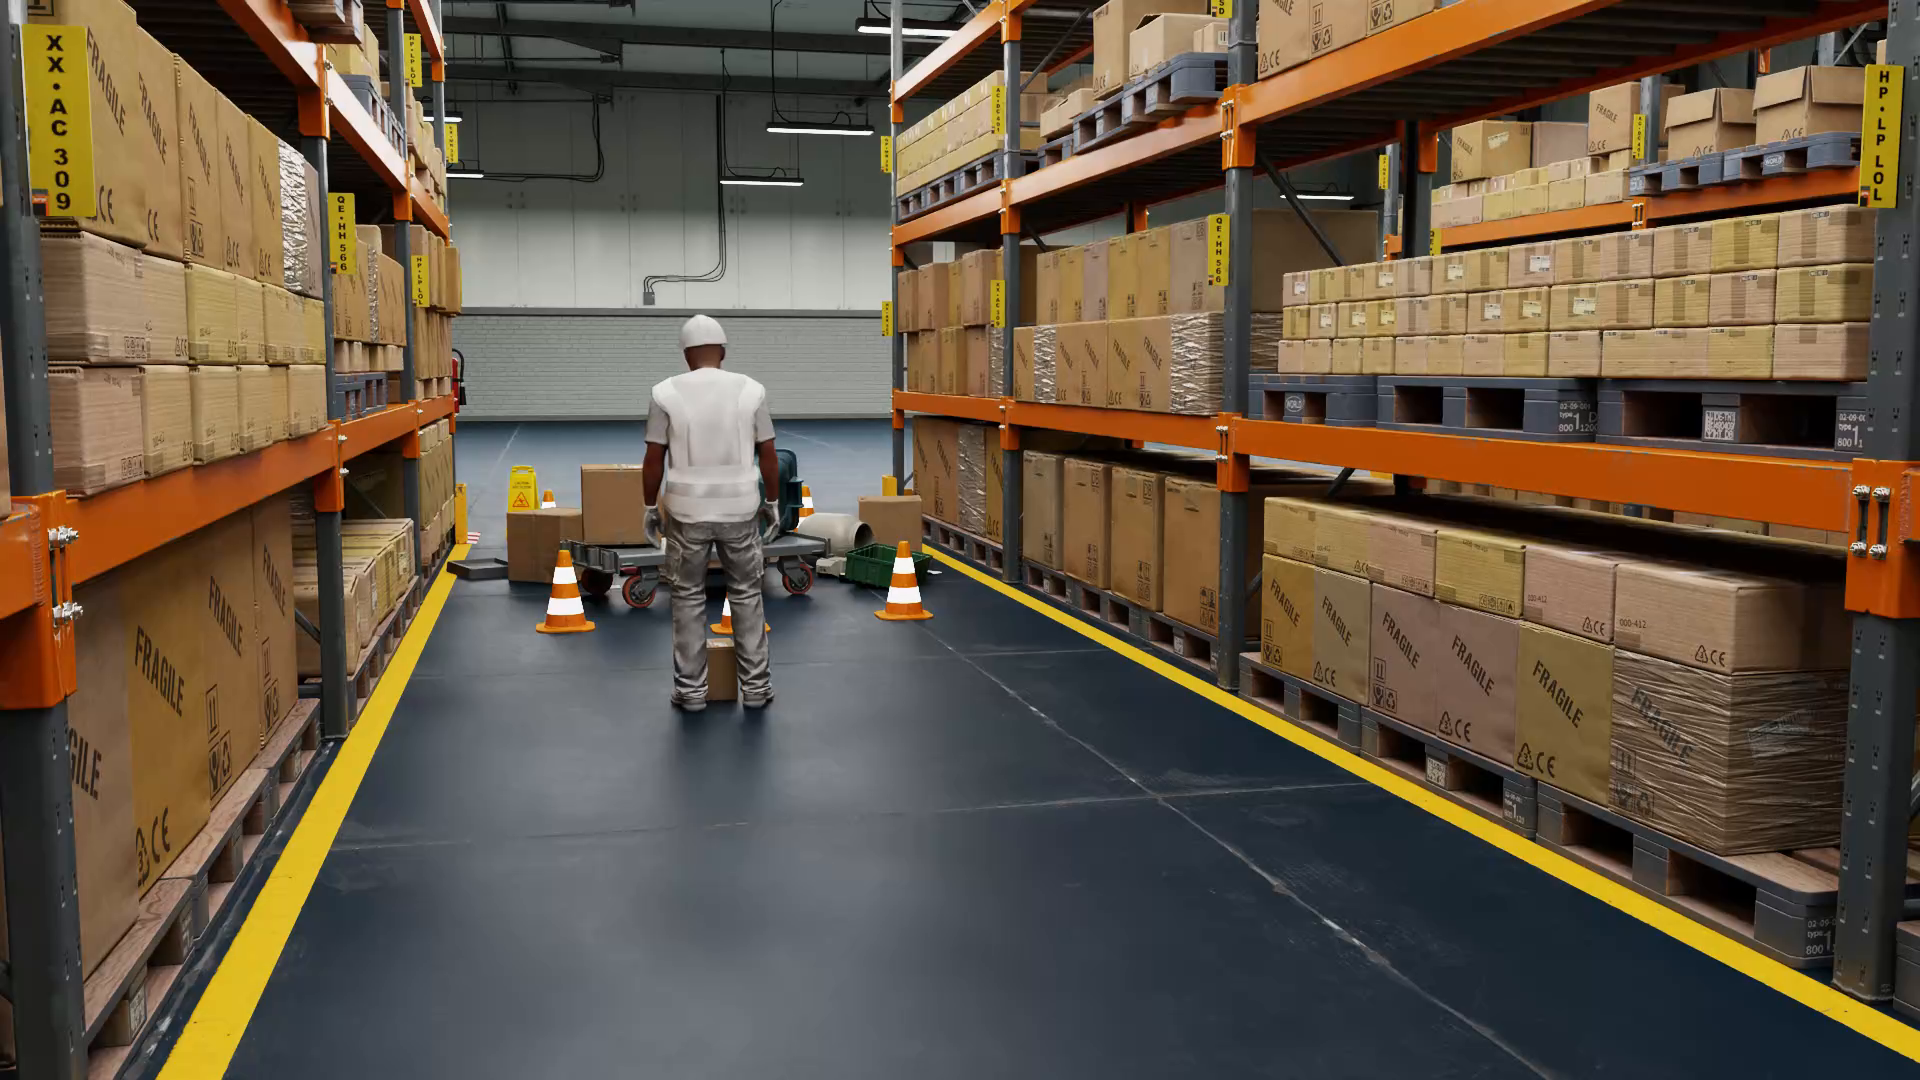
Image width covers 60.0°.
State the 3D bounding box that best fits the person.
[{"bbox_3d":[-1.121,-0.124,7.524,0.622,1.773,0.453,-2,6,-14],"label":"person"}]
